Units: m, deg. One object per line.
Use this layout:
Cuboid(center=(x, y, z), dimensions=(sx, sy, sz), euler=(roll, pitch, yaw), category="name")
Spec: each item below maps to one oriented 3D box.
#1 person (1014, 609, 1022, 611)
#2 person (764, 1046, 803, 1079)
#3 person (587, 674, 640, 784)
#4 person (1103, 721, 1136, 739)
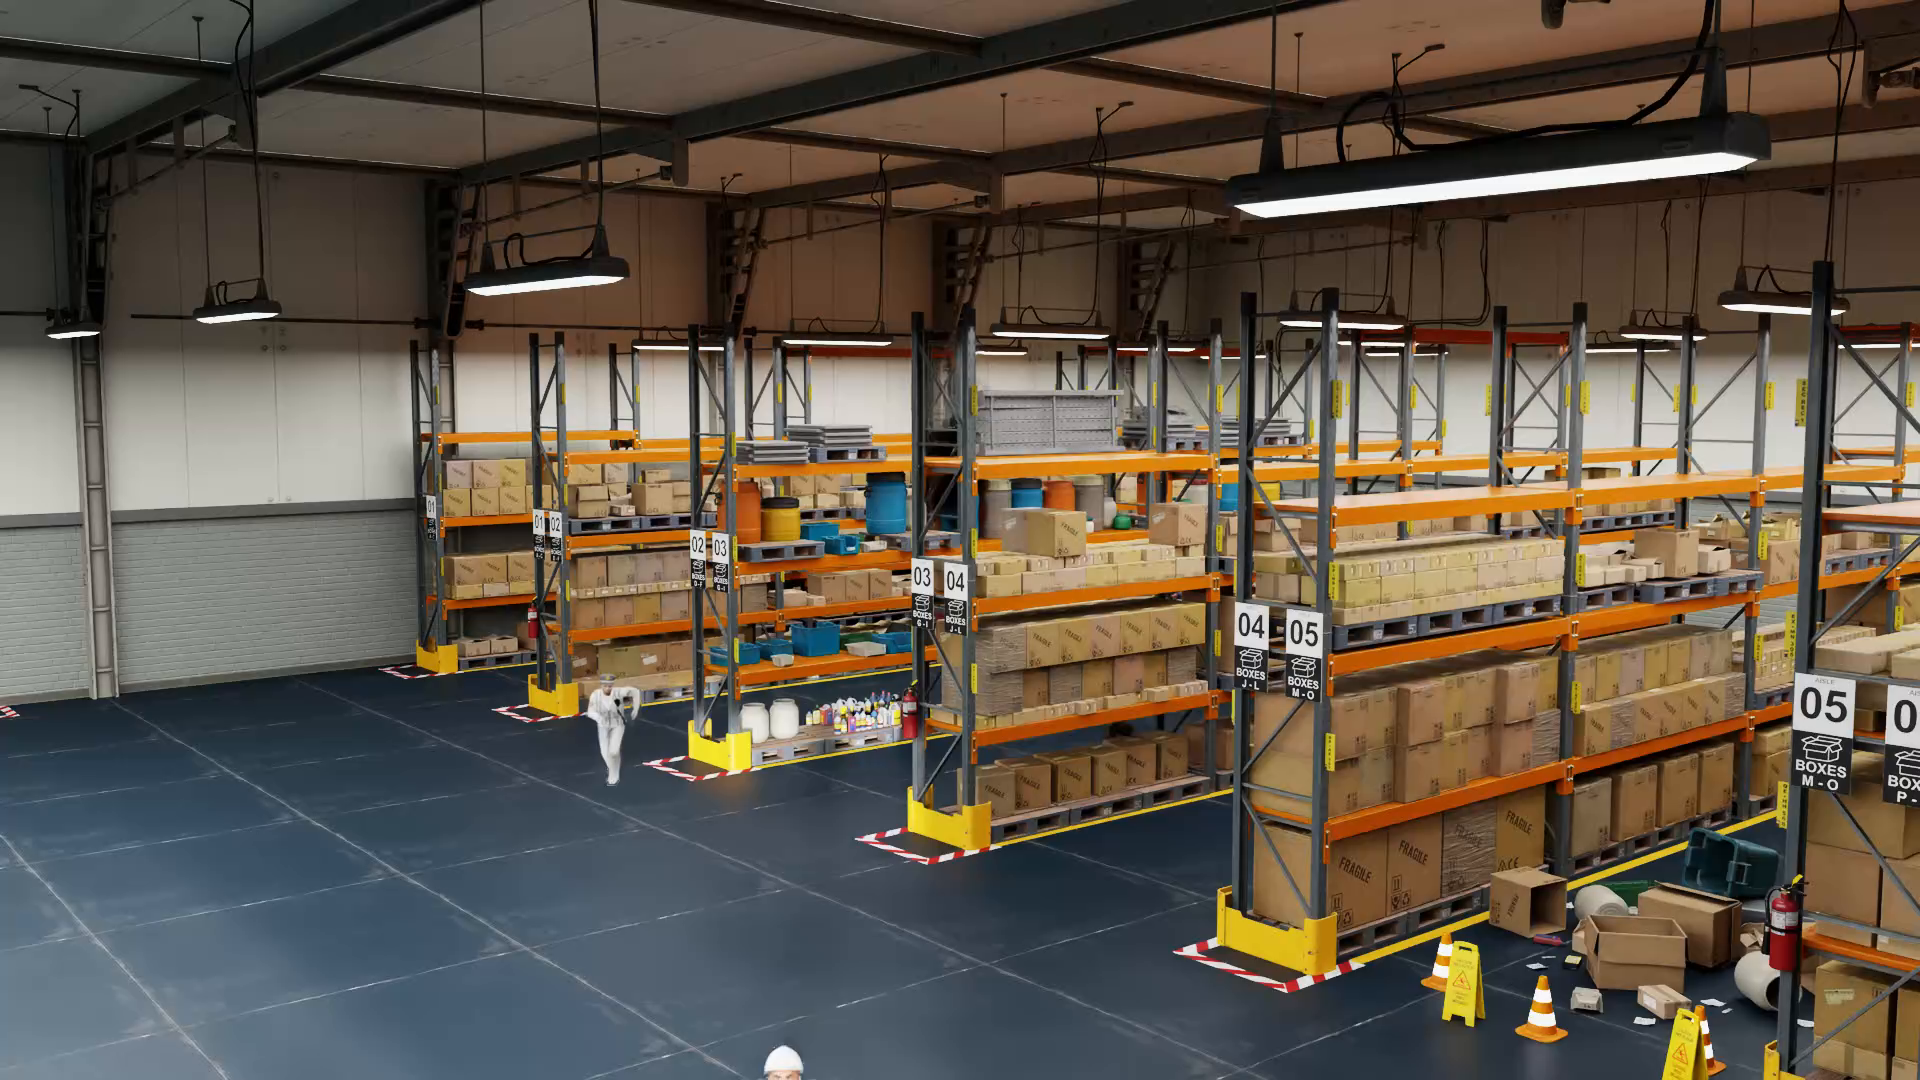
Cuboid(center=(1.164, 1.582, 29.548), dimensions=(0.705, 1.718, 0.586), euler=(4, 7, 39), category="person")
Cuboid(center=(-0.926, 3.488, 8.722), dimensions=(0.666, 1.751, 0.596), euler=(0, 5, -1), category="person")
Cuboid(center=(-4.441, 2.427, 21.361), dimensions=(0.643, 1.514, 0.857), euler=(0, 5, -4), category="person")
Cuboid(center=(2.168, 2.182, 22.905), dimensions=(0.923, 1.753, 0.711), euler=(-5, 7, -44), category="person")
